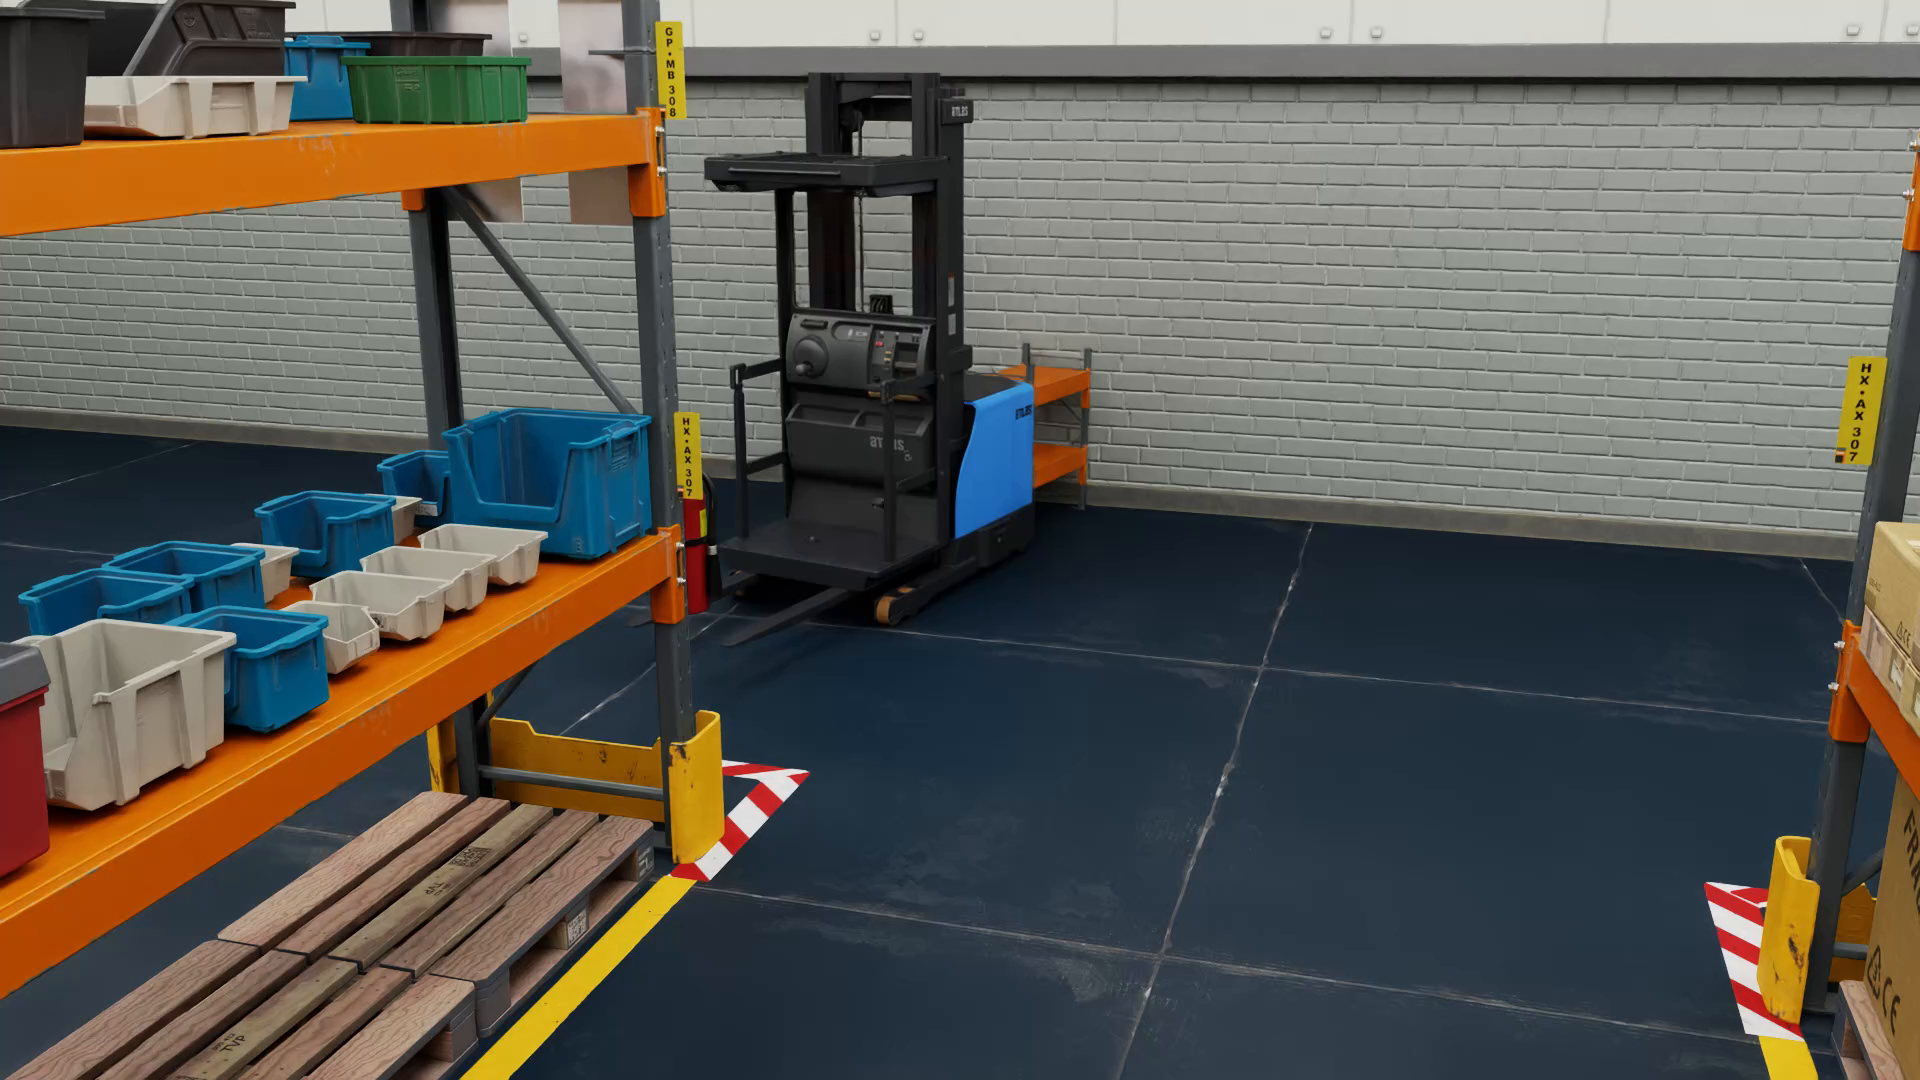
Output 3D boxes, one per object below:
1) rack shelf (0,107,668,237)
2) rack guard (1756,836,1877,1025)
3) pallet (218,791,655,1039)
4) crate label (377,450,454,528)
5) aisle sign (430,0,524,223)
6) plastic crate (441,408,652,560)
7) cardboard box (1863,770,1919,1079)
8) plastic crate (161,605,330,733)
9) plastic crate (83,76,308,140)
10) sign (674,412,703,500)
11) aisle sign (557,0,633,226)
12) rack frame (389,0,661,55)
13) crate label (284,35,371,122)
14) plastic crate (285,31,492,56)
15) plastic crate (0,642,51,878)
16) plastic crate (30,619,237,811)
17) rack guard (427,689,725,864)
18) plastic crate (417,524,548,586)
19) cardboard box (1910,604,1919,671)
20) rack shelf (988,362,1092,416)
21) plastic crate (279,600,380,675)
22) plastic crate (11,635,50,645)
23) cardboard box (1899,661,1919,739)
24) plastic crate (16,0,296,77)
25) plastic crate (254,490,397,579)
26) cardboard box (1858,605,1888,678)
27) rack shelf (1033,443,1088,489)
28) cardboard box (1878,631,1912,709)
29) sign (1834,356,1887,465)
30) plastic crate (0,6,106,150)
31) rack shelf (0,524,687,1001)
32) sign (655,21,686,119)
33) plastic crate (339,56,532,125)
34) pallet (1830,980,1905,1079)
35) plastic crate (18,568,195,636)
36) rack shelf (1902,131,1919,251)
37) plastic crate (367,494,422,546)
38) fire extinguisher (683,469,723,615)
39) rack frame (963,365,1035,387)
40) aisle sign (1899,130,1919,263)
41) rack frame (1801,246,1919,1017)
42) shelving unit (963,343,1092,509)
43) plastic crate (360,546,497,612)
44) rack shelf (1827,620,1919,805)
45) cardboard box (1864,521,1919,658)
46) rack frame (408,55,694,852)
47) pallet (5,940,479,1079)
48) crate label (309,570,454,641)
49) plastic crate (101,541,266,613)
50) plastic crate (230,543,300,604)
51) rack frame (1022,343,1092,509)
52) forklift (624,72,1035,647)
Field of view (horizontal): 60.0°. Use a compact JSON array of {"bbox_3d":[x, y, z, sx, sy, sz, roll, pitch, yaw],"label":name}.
[{"bbox_3d":[-2.101,-0.844,4.129,1.077,0.370,4.000,5,16,16],"label":"rack shelf"},{"bbox_3d":[3.223,1.310,5.294,1.175,0.500,0.348,5,16,16],"label":"rack guard"},{"bbox_3d":[-1.804,1.284,5.915,1.003,0.211,1.213,5,16,16],"label":"pallet"},{"bbox_3d":[-1.918,-0.179,6.162,0.416,0.233,0.303,5,16,16],"label":"crate label"},{"bbox_3d":[-1.797,-1.563,6.078,0.394,0.787,0.004,5,16,16],"label":"aisle sign"},{"bbox_3d":[-1.449,-0.214,5.912,0.616,0.435,0.499,5,16,16],"label":"plastic crate"},{"bbox_3d":[3.111,1.108,4.551,0.875,0.875,0.875,5,16,16],"label":"cardboard box"},{"bbox_3d":[-1.870,0.339,4.335,0.416,0.233,0.300,5,16,16],"label":"plastic crate"},{"bbox_3d":[-1.882,-1.027,3.938,0.437,0.136,0.530,5,16,16],"label":"plastic crate"},{"bbox_3d":[-1.000,-0.310,6.127,0.100,0.325,0.005,5,16,16],"label":"sign"},{"bbox_3d":[-1.231,-1.517,5.917,0.394,0.787,0.004,5,16,16],"label":"aisle sign"},{"bbox_3d":[-1.532,-3.156,5.466,1.000,3.000,0.127,5,16,16],"label":"rack frame"},{"bbox_3d":[-2.105,-1.425,5.133,0.408,0.251,0.502,5,16,16],"label":"crate label"},{"bbox_3d":[-1.909,-1.571,5.615,0.497,0.269,0.590,5,16,16],"label":"plastic crate"},{"bbox_3d":[-2.175,0.503,3.333,0.402,0.464,0.583,5,16,16],"label":"plastic crate"},{"bbox_3d":[-2.059,0.419,3.961,0.437,0.282,0.530,5,16,16],"label":"plastic crate"},{"bbox_3d":[-1.538,0.925,6.652,1.175,0.500,0.348,5,16,16],"label":"rack guard"},{"bbox_3d":[-1.591,0.055,5.511,0.396,0.136,0.243,5,16,16],"label":"plastic crate"},{"bbox_3d":[2.680,0.284,4.060,0.500,0.250,0.500,4,16,15],"label":"cardboard box"},{"bbox_3d":[0.445,-0.969,11.046,0.538,0.278,1.000,8,15,24],"label":"rack shelf"},{"bbox_3d":[-1.809,0.284,4.706,0.298,0.136,0.250,5,16,16],"label":"plastic crate"},{"bbox_3d":[-2.463,0.395,4.312,0.293,0.136,0.466,5,16,16],"label":"plastic crate"},{"bbox_3d":[2.655,0.436,4.255,0.380,0.149,0.250,4,16,15],"label":"cardboard box"},{"bbox_3d":[-2.230,-1.305,4.550,0.504,0.338,0.767,5,16,16],"label":"plastic crate"},{"bbox_3d":[-2.105,-0.007,5.555,0.416,0.233,0.300,5,16,16],"label":"plastic crate"},{"bbox_3d":[2.799,0.302,4.728,0.380,0.149,0.250,5,17,17],"label":"cardboard box"},{"bbox_3d":[0.431,-0.448,11.175,0.538,0.278,1.000,8,15,24],"label":"rack shelf"},{"bbox_3d":[2.727,0.369,4.491,0.380,0.149,0.250,4,16,15],"label":"cardboard box"},{"bbox_3d":[2.686,-0.385,4.959,0.100,0.325,0.005,5,16,16],"label":"sign"},{"bbox_3d":[-2.053,-0.908,3.275,0.497,0.269,0.590,5,16,16],"label":"plastic crate"},{"bbox_3d":[-2.101,0.599,4.538,1.077,0.370,4.000,5,16,16],"label":"rack shelf"},{"bbox_3d":[-1.000,-1.624,5.754,0.100,0.325,0.005,5,16,16],"label":"sign"},{"bbox_3d":[-1.539,-1.331,4.917,0.450,0.188,0.336,5,16,16],"label":"plastic crate"},{"bbox_3d":[3.064,1.671,4.552,1.003,0.211,1.213,5,16,16],"label":"pallet"},{"bbox_3d":[-2.378,0.244,4.671,0.416,0.233,0.300,5,16,16],"label":"plastic crate"},{"bbox_3d":[2.648,-0.460,2.775,1.077,0.370,4.000,5,16,16],"label":"rack shelf"},{"bbox_3d":[-2.089,-0.056,5.902,0.250,0.136,0.298,5,16,16],"label":"plastic crate"},{"bbox_3d":[-1.054,-0.058,6.361,0.296,0.674,0.183,5,16,16],"label":"fire extinguisher"},{"bbox_3d":[0.222,-0.580,10.668,0.500,1.125,0.032,8,15,24],"label":"rack frame"},{"bbox_3d":[2.949,-1.179,4.724,0.394,0.787,0.004,5,16,16],"label":"aisle sign"},{"bbox_3d":[3.216,0.114,4.931,1.000,3.000,0.127,5,16,16],"label":"rack frame"},{"bbox_3d":[0.437,-0.685,11.116,0.538,1.125,1.048,8,15,24],"label":"shelving unit"},{"bbox_3d":[-1.687,0.130,5.248,0.396,0.136,0.243,5,16,16],"label":"plastic crate"},{"bbox_3d":[2.648,0.983,3.184,1.077,0.370,4.000,5,16,16],"label":"rack shelf"},{"bbox_3d":[2.821,0.148,4.542,0.500,0.250,0.500,4,16,14],"label":"cardboard box"},{"bbox_3d":[-1.532,-0.270,6.285,1.000,3.000,0.127,5,16,16],"label":"rack frame"},{"bbox_3d":[-2.153,1.602,4.794,1.003,0.211,1.213,5,16,16],"label":"pallet"},{"bbox_3d":[-1.743,0.205,4.984,0.396,0.136,0.243,5,16,16],"label":"crate label"},{"bbox_3d":[-2.292,0.165,4.947,0.416,0.233,0.300,5,16,16],"label":"plastic crate"},{"bbox_3d":[-2.282,0.122,5.276,0.250,0.136,0.298,5,16,16],"label":"plastic crate"},{"bbox_3d":[0.652,-0.791,11.565,0.500,1.125,0.032,8,15,24],"label":"rack frame"},{"bbox_3d":[-0.684,-1.078,9.257,1.130,2.935,3.031,9,18,28],"label":"forklift"}]
